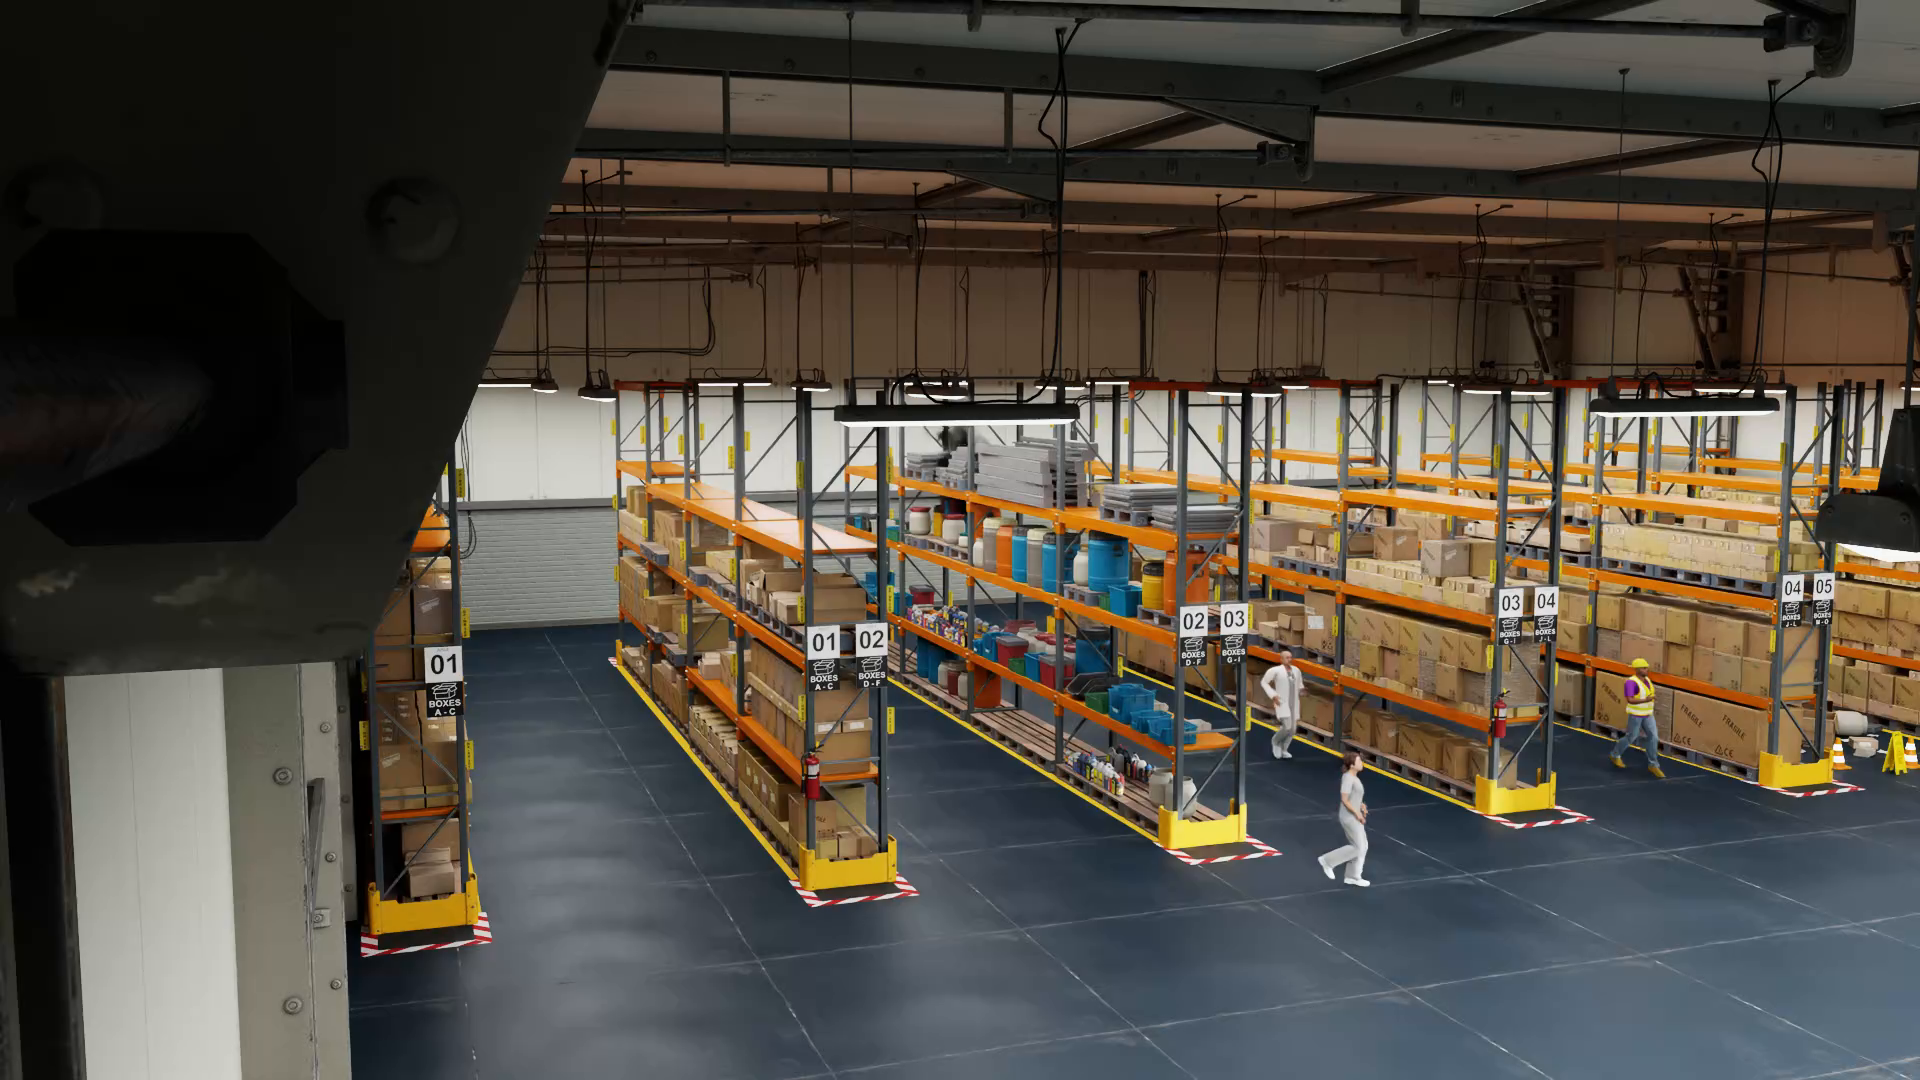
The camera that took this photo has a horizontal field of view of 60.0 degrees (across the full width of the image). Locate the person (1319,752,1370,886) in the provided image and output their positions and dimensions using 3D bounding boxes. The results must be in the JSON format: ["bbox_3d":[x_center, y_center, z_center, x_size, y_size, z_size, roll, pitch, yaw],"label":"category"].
[{"bbox_3d":[4.698,3.384,20.260,0.616,1.646,0.586,1,6,14],"label":"person"}]

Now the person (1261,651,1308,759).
[{"bbox_3d":[5.246,2.650,26.570,0.694,1.744,0.642,-3,7,-23],"label":"person"}]

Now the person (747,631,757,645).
[{"bbox_3d":[-4.172,1.898,34.073,0.636,1.711,0.592,-4,7,-31],"label":"person"}]

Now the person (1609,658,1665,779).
[{"bbox_3d":[10.496,2.721,25.696,0.683,1.802,0.883,-3,7,-30],"label":"person"}]
